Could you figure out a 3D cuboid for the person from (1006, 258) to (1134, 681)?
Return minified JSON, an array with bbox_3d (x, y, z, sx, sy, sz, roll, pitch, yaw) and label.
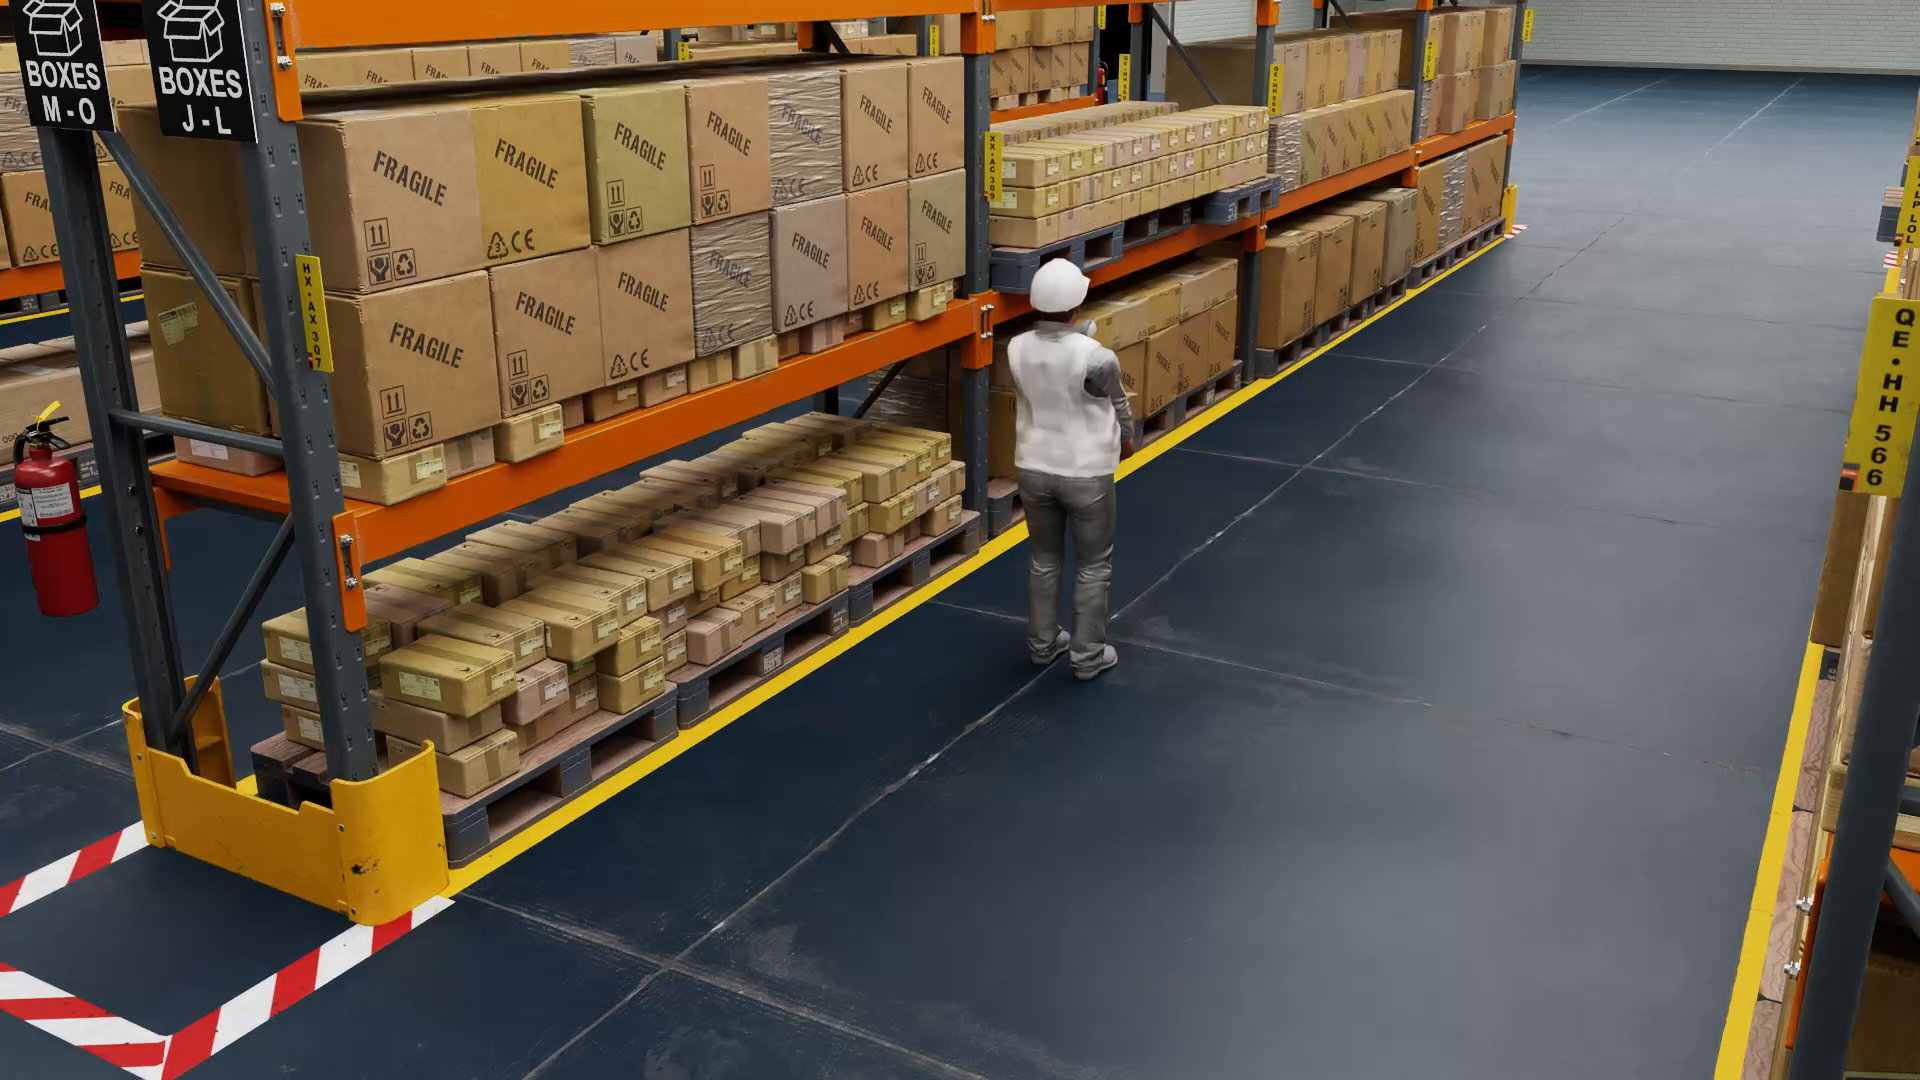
[{"bbox_3d":[0.470,-0.315,6.945,0.494,1.762,0.554,11,22,28],"label":"person"}]
